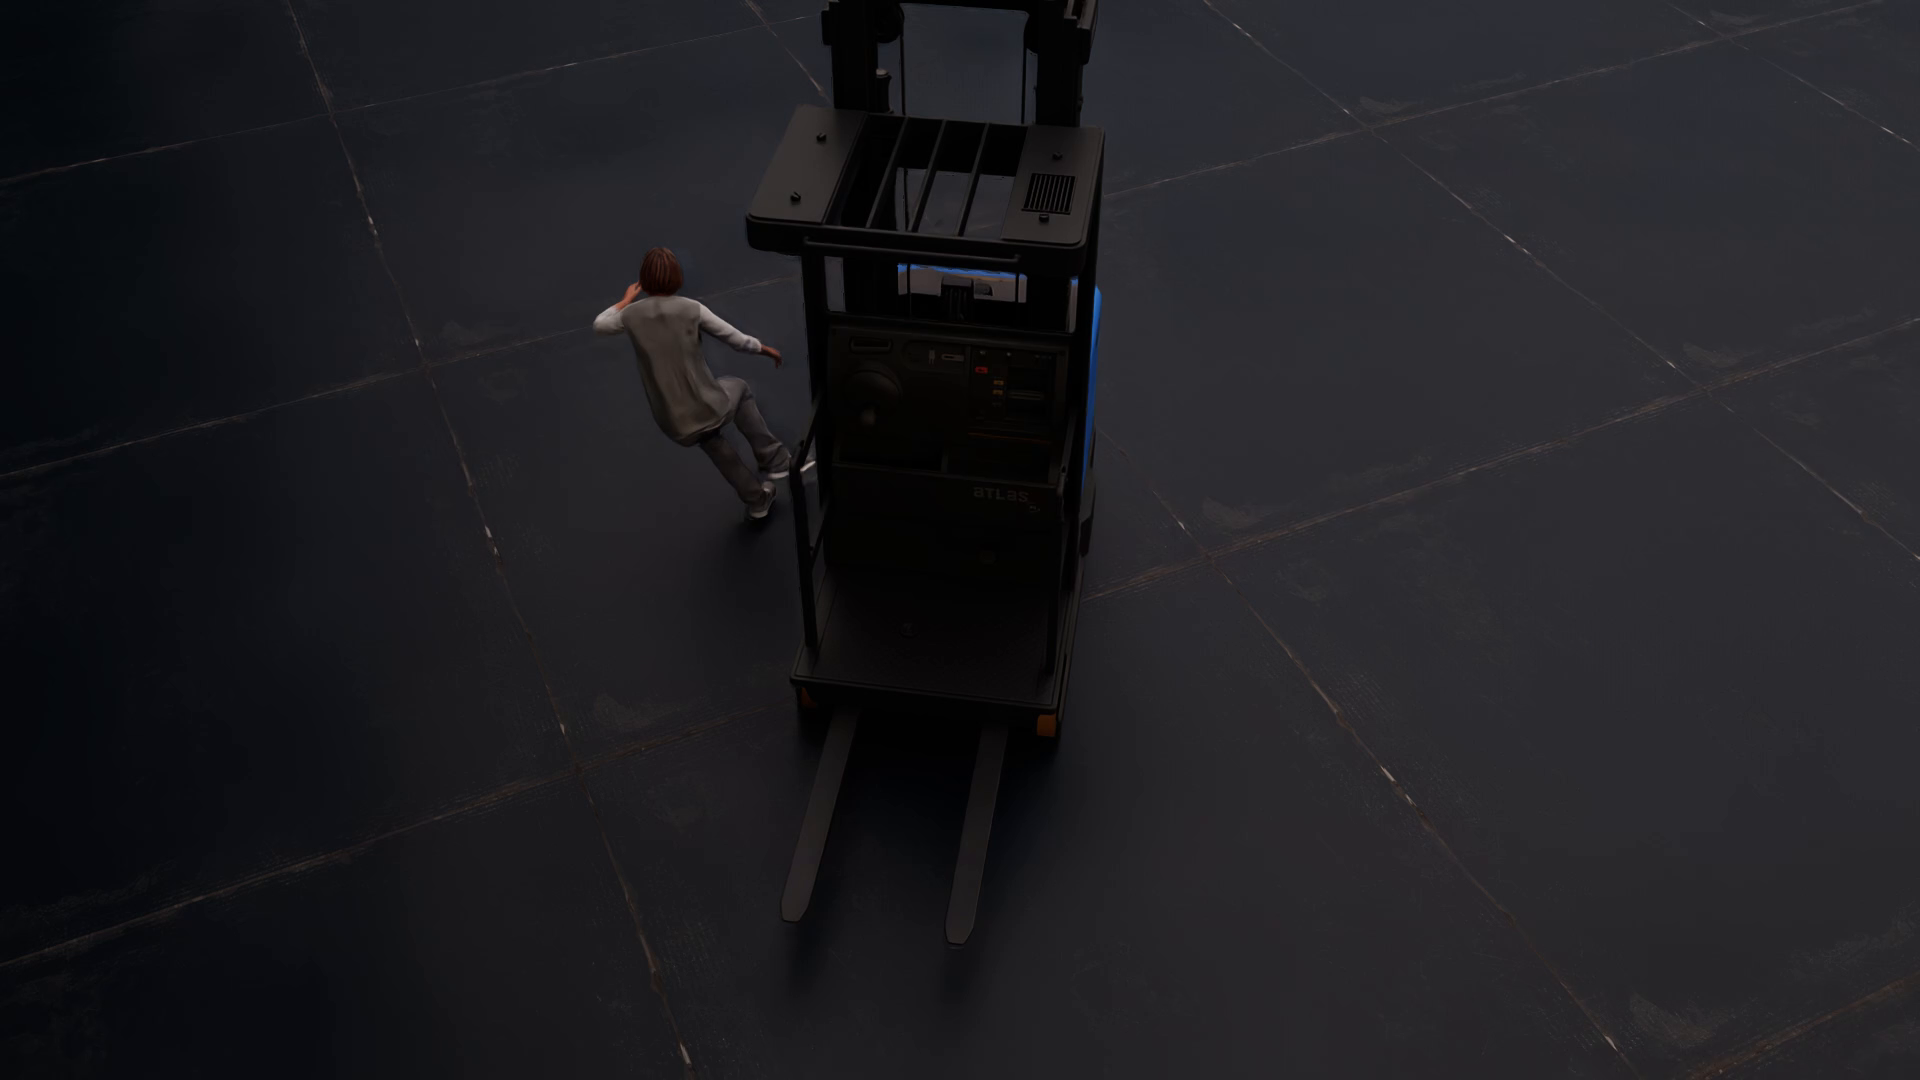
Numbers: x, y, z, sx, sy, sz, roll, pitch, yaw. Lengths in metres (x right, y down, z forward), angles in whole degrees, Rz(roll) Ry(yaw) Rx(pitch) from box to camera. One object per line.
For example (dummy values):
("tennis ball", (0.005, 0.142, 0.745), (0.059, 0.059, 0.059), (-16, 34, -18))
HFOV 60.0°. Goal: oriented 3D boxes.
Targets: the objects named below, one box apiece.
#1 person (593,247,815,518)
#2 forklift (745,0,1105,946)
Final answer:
("person", (-1.169, -0.761, 7.658), (0.915, 1.368, 0.839), (-12, 44, -12))
("forklift", (-0.083, -0.515, 6.232), (1.130, 2.935, 3.031), (6, 43, 6))
